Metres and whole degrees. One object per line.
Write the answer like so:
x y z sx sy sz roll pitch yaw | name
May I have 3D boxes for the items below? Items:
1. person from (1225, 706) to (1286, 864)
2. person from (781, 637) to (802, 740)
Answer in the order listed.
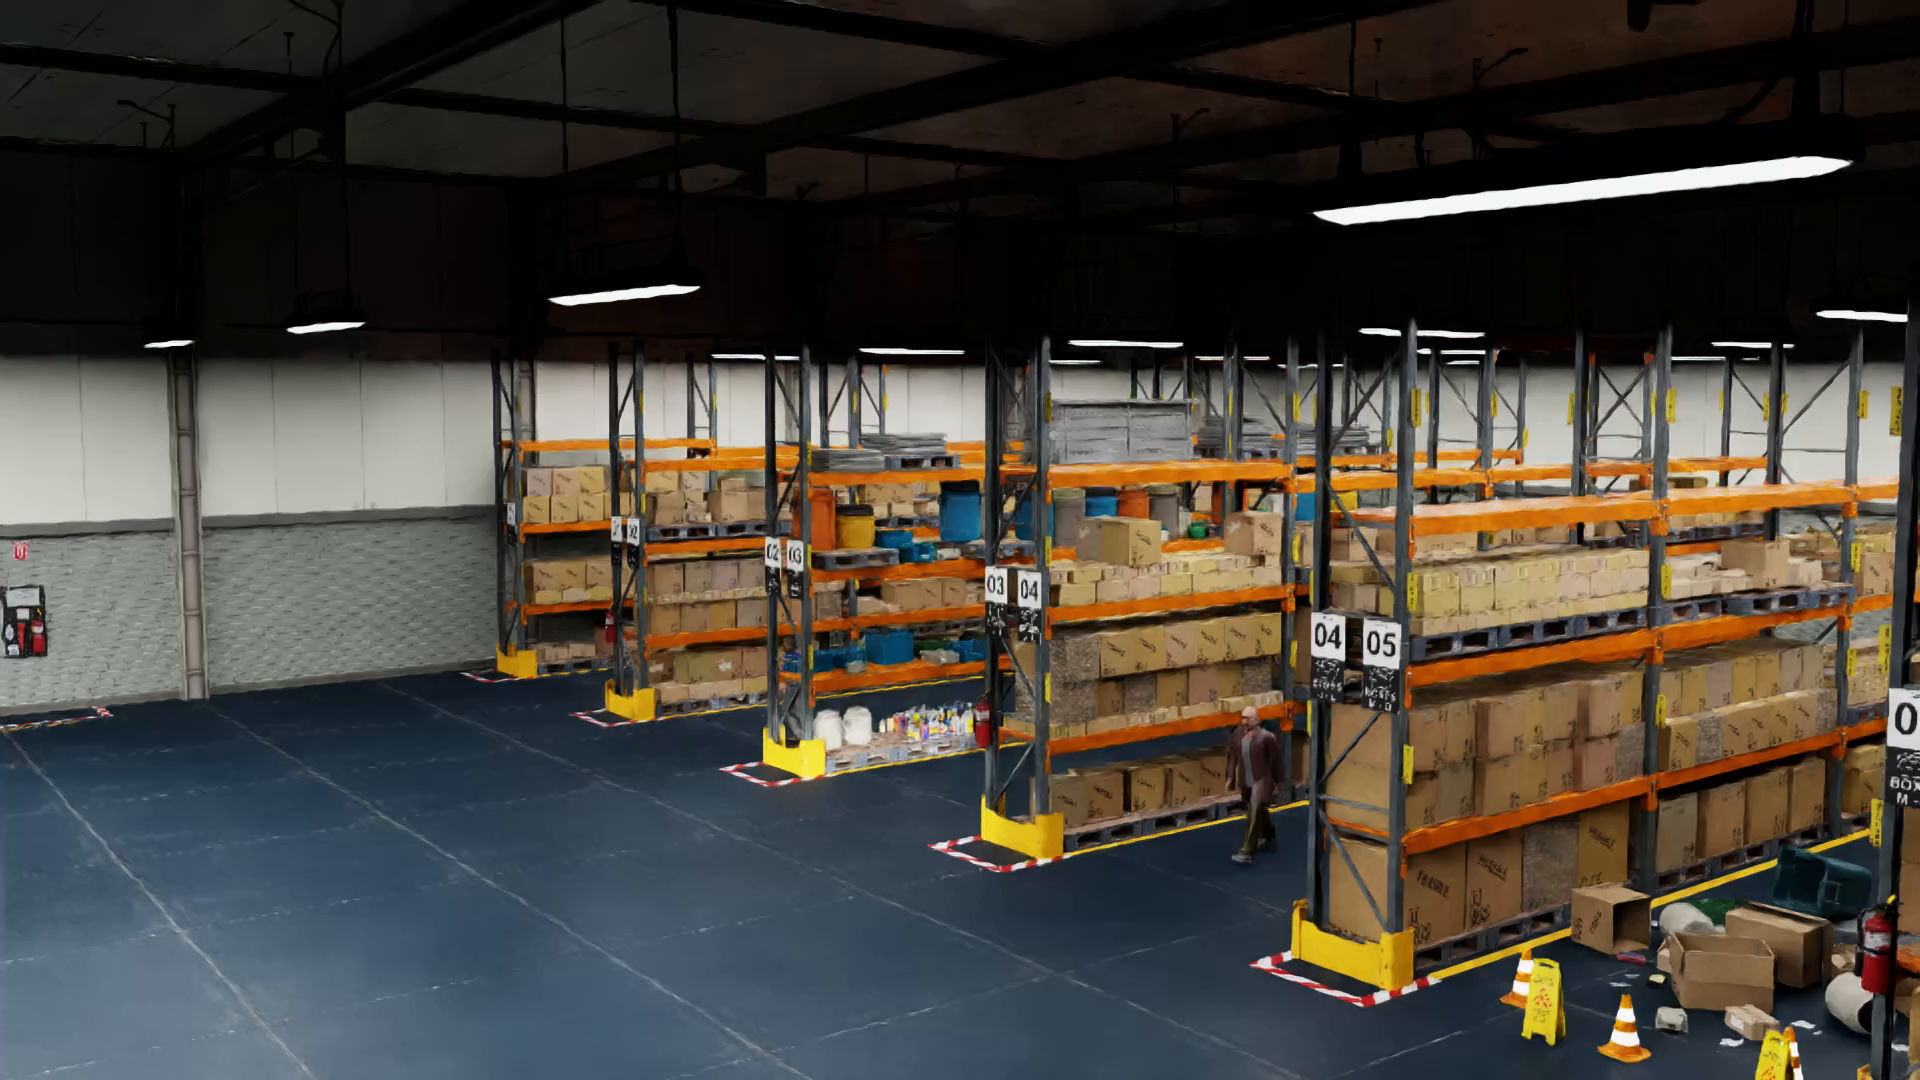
3.250 2.675 18.471 0.607 1.699 1.170 5 7 44 | person
-2.412 2.216 24.572 0.509 1.603 0.593 -4 6 -37 | person
